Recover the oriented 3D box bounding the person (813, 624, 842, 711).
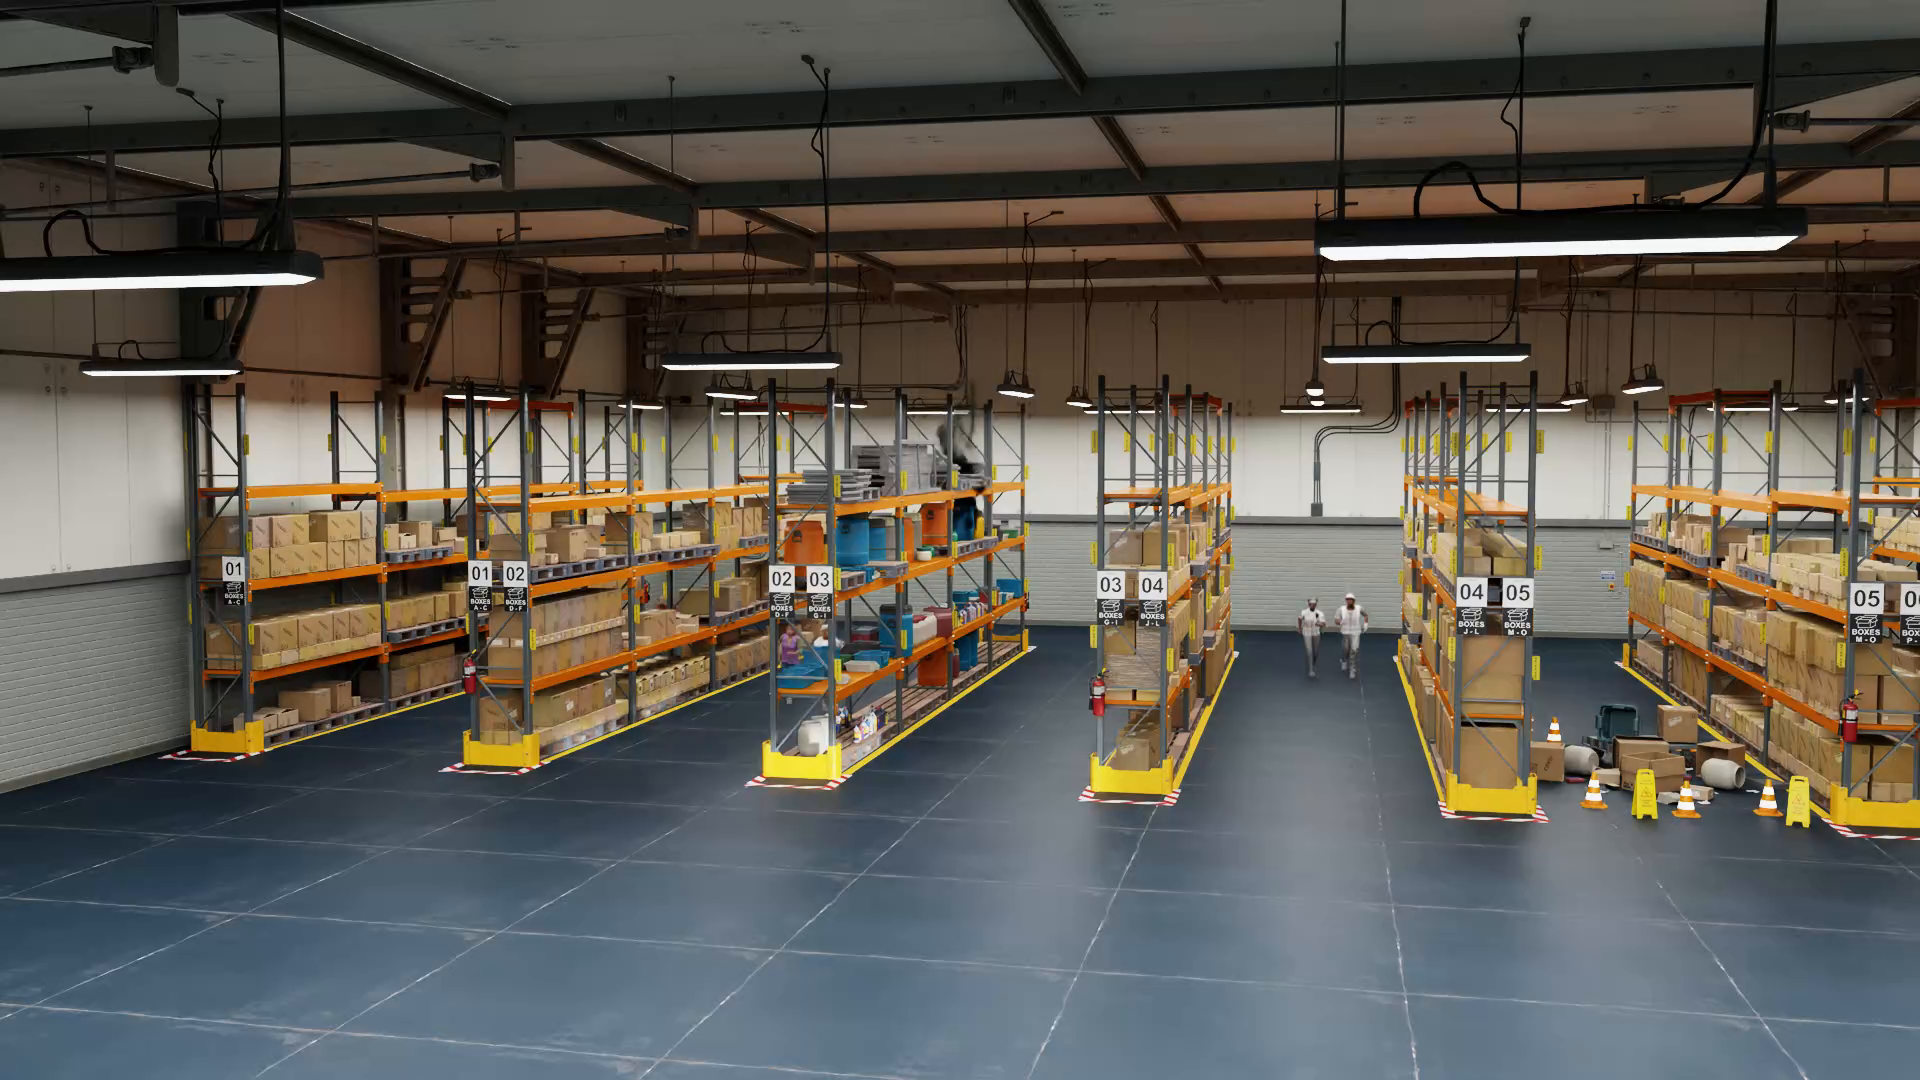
[{"bbox_3d":[-2.494,2.409,31.007,0.589,1.666,0.621,0,3,8],"label":"person"}]

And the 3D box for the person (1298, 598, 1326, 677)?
[{"bbox_3d":[7.624,2.073,35.998,0.574,1.683,0.920,0,3,7],"label":"person"}]

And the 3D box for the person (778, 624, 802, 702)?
[{"bbox_3d":[-3.313,2.383,32.082,0.569,1.548,0.682,0,3,5],"label":"person"}]

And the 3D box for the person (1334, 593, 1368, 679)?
[{"bbox_3d":[8.457,2.049,35.979,0.694,1.803,0.998,1,3,15],"label":"person"}]

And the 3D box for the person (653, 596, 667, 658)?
[{"bbox_3d":[-6.524,2.072,36.496,0.638,1.711,0.784,1,3,13],"label":"person"}]
